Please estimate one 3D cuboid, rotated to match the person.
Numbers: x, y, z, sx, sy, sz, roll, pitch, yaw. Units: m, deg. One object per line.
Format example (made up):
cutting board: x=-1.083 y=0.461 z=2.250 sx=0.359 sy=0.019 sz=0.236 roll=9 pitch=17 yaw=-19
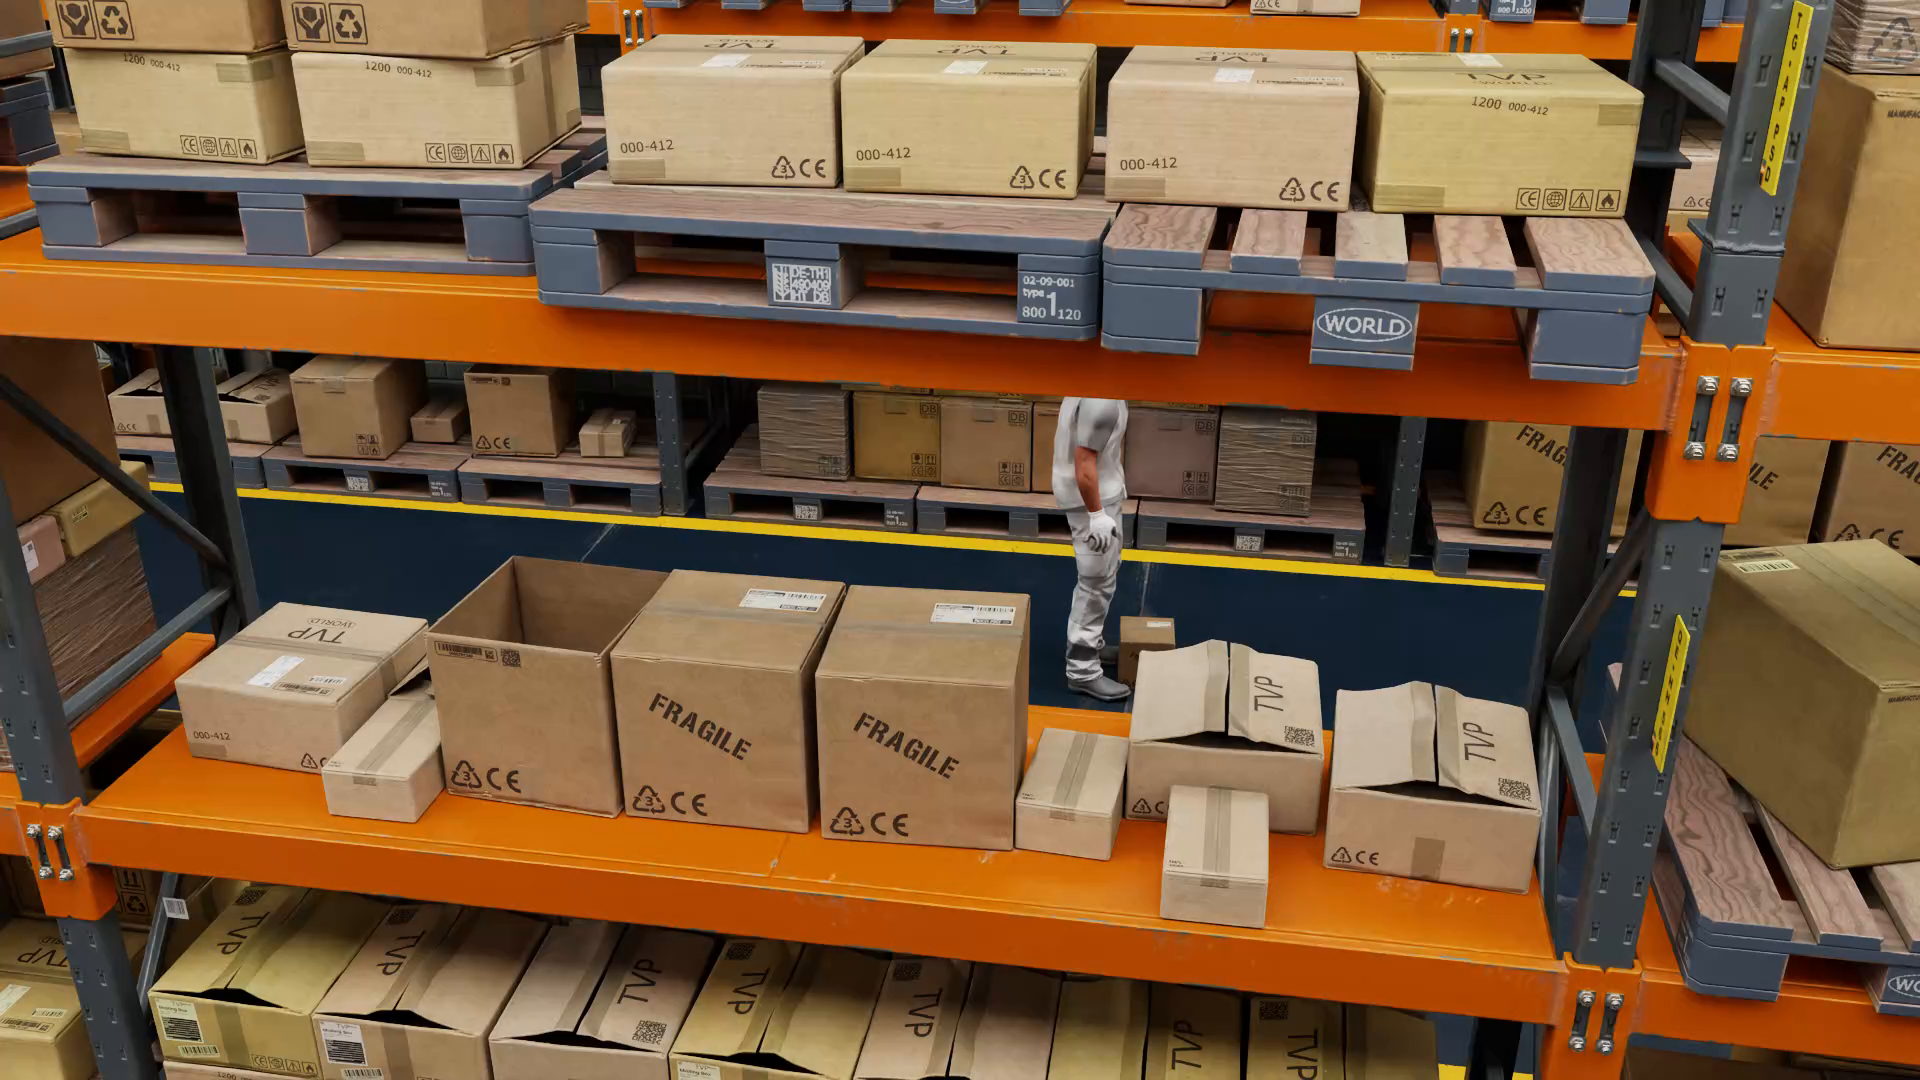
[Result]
person: x=0.635 y=-0.183 z=7.424 sx=0.450 sy=1.779 sz=0.608 roll=4 pitch=25 yaw=9
